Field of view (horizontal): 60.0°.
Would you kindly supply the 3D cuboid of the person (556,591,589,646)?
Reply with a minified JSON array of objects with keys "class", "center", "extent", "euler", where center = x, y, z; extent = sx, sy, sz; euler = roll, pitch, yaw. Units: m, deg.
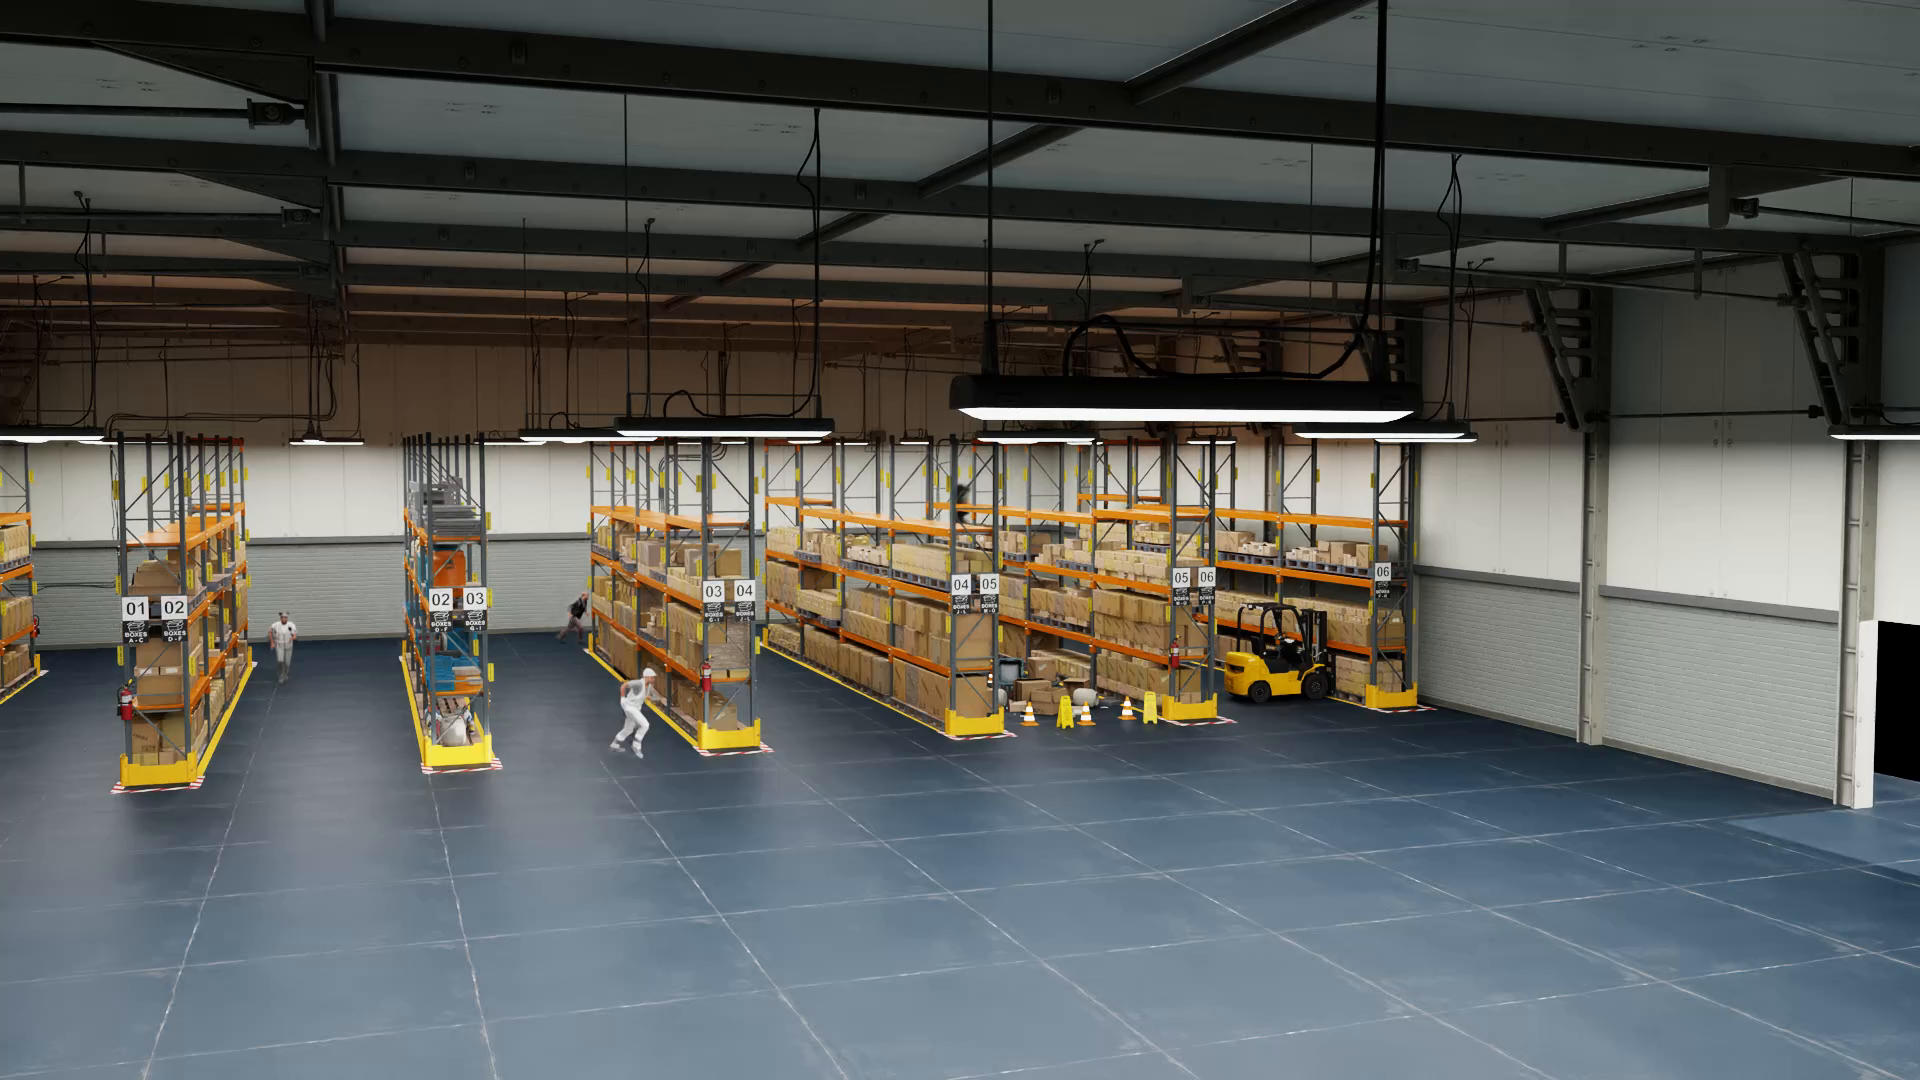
[{"class":"person","center":[-11.226,2.259,48.180],"extent":[1.017,1.577,0.675],"euler":[1,3,16]}]

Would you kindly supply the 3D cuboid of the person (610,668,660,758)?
[{"class":"person","center":[-6.055,3.206,30.786],"extent":[0.994,1.684,0.706],"euler":[1,3,15]}]

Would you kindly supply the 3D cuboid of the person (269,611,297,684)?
[{"class":"person","center":[-16.489,2.623,40.536],"extent":[0.606,1.801,0.850],"euler":[-2,4,-30]}]
